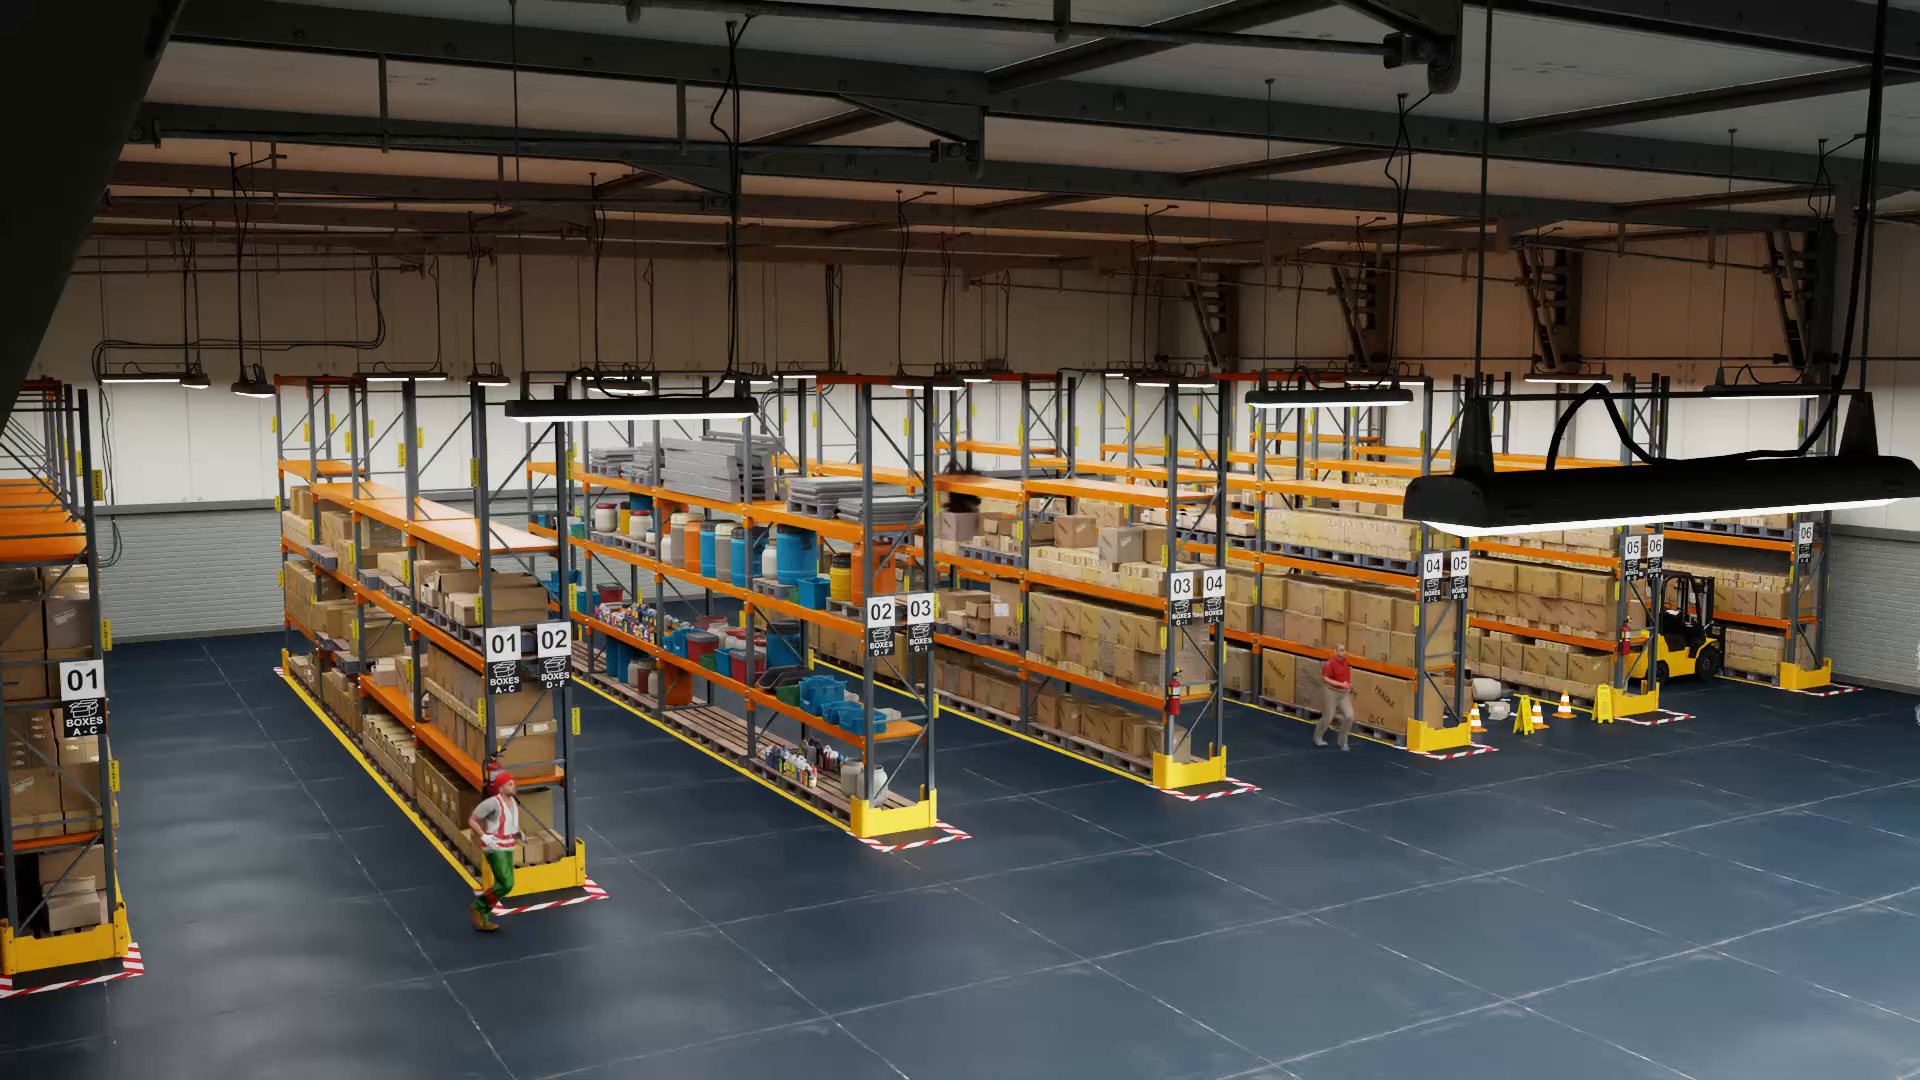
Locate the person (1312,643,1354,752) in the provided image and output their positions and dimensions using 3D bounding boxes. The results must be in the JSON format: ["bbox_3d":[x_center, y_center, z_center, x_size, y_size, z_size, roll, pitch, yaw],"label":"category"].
[{"bbox_3d":[6.099,2.560,26.879,0.693,1.810,0.759,-4,8,-34],"label":"person"}]

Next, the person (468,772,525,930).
[{"bbox_3d":[-5.100,3.445,18.519,0.550,1.722,0.667,2,7,17],"label":"person"}]

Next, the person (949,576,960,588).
[{"bbox_3d":[-0.142,0.886,42.169,0.651,1.722,0.593,-5,8,-38],"label":"person"}]
